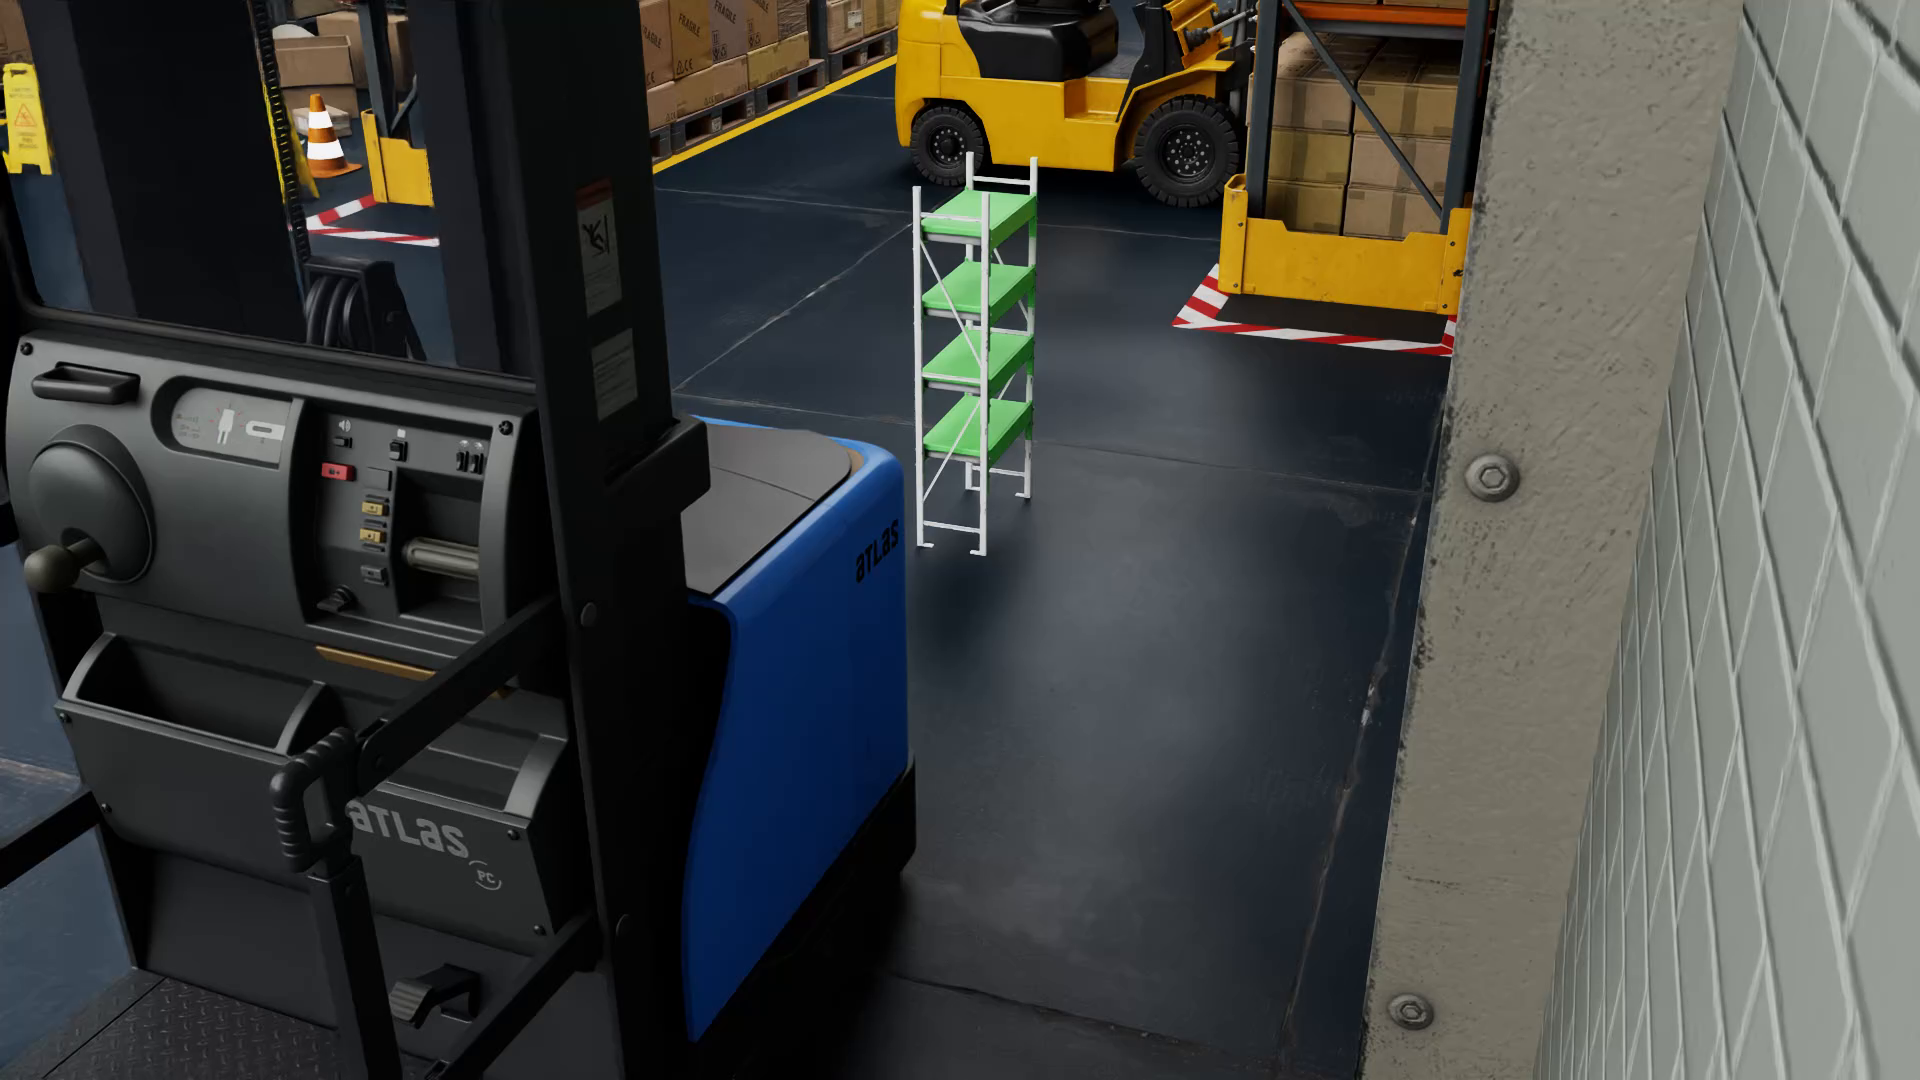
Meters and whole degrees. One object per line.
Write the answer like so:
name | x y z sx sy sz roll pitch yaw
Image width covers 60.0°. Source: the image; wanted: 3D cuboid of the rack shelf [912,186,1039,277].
rack shelf | 0.055 -0.983 5.264 0.258 0.148 0.480 9 27 17

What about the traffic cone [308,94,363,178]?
traffic cone | -3.903 -2.490 10.178 0.336 0.463 0.334 9 27 17

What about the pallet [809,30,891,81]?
pallet | -1.241 -3.977 13.538 1.003 0.211 1.213 9 27 17

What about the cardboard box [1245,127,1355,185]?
cardboard box | 1.719 -1.972 8.296 0.500 0.250 0.500 8 27 17

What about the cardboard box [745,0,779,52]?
cardboard box | -1.610 -3.710 11.599 0.500 0.500 0.500 9 27 18

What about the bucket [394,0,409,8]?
bucket | -4.071 -4.409 13.242 0.726 0.611 0.620 20 22 35

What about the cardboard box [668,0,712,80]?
cardboard box | -1.949 -3.279 10.709 0.500 0.500 0.500 9 27 18

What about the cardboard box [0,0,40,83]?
cardboard box | -7.077 -3.827 11.985 0.875 0.875 0.875 8 27 17

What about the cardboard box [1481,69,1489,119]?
cardboard box | 2.708 -2.514 9.417 0.500 0.250 0.500 9 27 17

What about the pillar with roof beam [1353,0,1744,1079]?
pillar with roof beam | -3.122 -3.564 2.601 9.100 9.000 0.400 9 27 17

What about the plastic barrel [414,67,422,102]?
plastic barrel | -3.570 -3.177 11.642 0.421 0.421 0.512 -14 29 -27

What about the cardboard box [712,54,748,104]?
cardboard box | -1.783 -3.153 11.309 0.500 0.250 0.500 9 27 18

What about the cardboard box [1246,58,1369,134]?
cardboard box | 1.711 -2.186 8.165 0.500 0.250 0.500 10 27 19

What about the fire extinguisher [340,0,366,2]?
fire extinguisher | -3.302 -3.253 8.932 0.296 0.674 0.183 9 27 17

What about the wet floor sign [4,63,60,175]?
wet floor sign | -5.674 -2.586 10.166 0.267 0.644 0.232 4 26 8

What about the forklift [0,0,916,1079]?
forklift | -1.117 -0.033 2.271 1.130 2.935 3.031 10 28 19

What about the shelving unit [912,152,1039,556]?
shelving unit | 0.055 -0.608 5.445 0.258 1.200 0.503 9 27 17

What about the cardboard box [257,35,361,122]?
cardboard box | -4.633 -3.233 11.667 0.797 0.503 0.637 -9 27 -18

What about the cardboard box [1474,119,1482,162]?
cardboard box | 2.706 -2.297 9.542 0.500 0.250 0.500 9 27 18

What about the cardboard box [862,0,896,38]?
cardboard box | -1.090 -4.430 13.807 0.950 0.372 0.625 11 28 21

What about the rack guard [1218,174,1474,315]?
rack guard | 1.844 -1.415 7.915 1.175 0.500 0.348 9 27 17

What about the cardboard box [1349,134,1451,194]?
cardboard box | 2.205 -1.889 8.126 0.500 0.250 0.500 9 27 18

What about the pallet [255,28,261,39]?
pallet | -6.527 -4.032 13.652 1.003 0.211 1.213 9 27 17

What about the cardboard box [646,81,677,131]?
cardboard box | -2.124 -2.720 10.415 0.500 0.250 0.500 10 27 19

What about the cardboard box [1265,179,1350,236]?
cardboard box | 1.711 -1.740 8.392 0.500 0.250 0.500 9 27 18

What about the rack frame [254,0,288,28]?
rack frame | -6.200 -5.588 13.666 1.000 3.000 0.127 9 27 17

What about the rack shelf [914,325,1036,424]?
rack shelf | 0.055 -0.551 5.473 0.258 0.148 0.480 9 27 17

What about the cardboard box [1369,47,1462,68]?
cardboard box | 2.354 -2.327 8.457 0.500 0.250 0.500 9 27 18

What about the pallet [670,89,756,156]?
pallet | -2.093 -2.873 11.257 1.003 0.211 1.213 9 27 17

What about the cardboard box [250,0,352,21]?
cardboard box | -6.078 -5.033 14.619 1.050 0.750 0.750 9 27 17

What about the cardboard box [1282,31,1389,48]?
cardboard box | 2.034 -2.605 9.031 0.500 0.250 0.500 9 27 18

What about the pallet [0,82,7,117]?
pallet | -7.339 -3.029 11.581 1.003 0.211 1.213 9 27 17

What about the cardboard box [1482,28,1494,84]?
cardboard box | 2.707 -2.741 9.311 0.500 0.250 0.500 8 27 16

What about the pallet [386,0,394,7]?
pallet | -5.610 -5.164 15.990 1.003 0.211 1.213 9 27 17

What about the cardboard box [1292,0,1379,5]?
cardboard box | 1.768 -2.835 7.865 0.500 0.500 0.500 8 27 16

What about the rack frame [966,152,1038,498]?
rack frame | 0.136 -0.708 5.653 0.240 1.200 0.015 9 27 17

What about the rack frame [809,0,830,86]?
rack frame | -1.499 -4.912 12.269 1.000 3.000 0.127 9 27 17

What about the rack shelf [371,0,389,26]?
rack shelf | -2.164 -3.766 10.728 1.077 0.370 4.000 9 27 17

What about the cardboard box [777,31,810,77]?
cardboard box | -1.442 -3.581 12.195 0.500 0.250 0.500 10 28 20

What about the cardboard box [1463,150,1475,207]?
cardboard box | 2.394 -1.878 8.677 0.500 0.250 0.500 9 27 18

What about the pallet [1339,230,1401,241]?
pallet | 2.067 -1.615 8.660 1.003 0.211 1.213 9 27 17
